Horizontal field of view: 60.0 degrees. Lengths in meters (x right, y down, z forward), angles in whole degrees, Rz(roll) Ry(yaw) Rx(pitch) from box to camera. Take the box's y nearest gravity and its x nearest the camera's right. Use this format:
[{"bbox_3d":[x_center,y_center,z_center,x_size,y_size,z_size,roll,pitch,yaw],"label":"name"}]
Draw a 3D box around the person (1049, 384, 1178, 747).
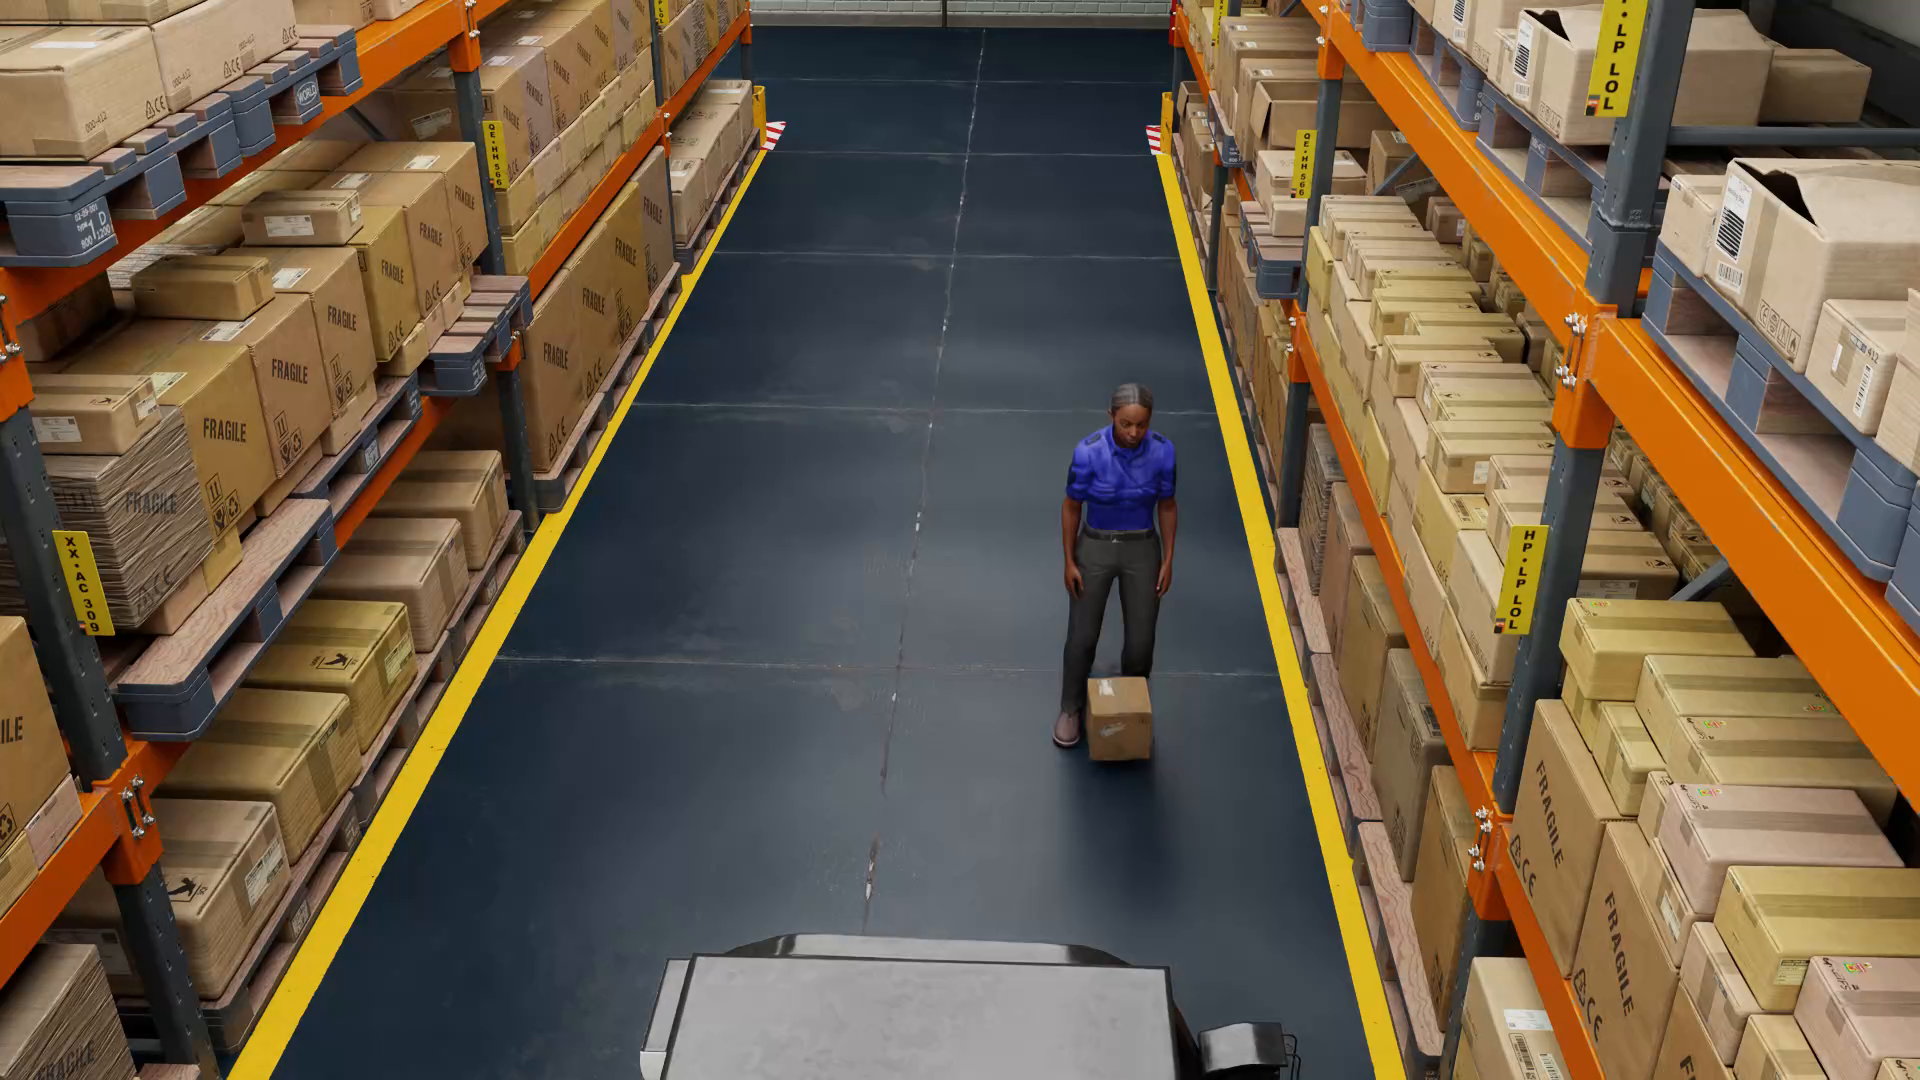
[{"bbox_3d":[0.648,0.093,6.954,0.528,1.653,0.349,-2,28,-3],"label":"person"}]
